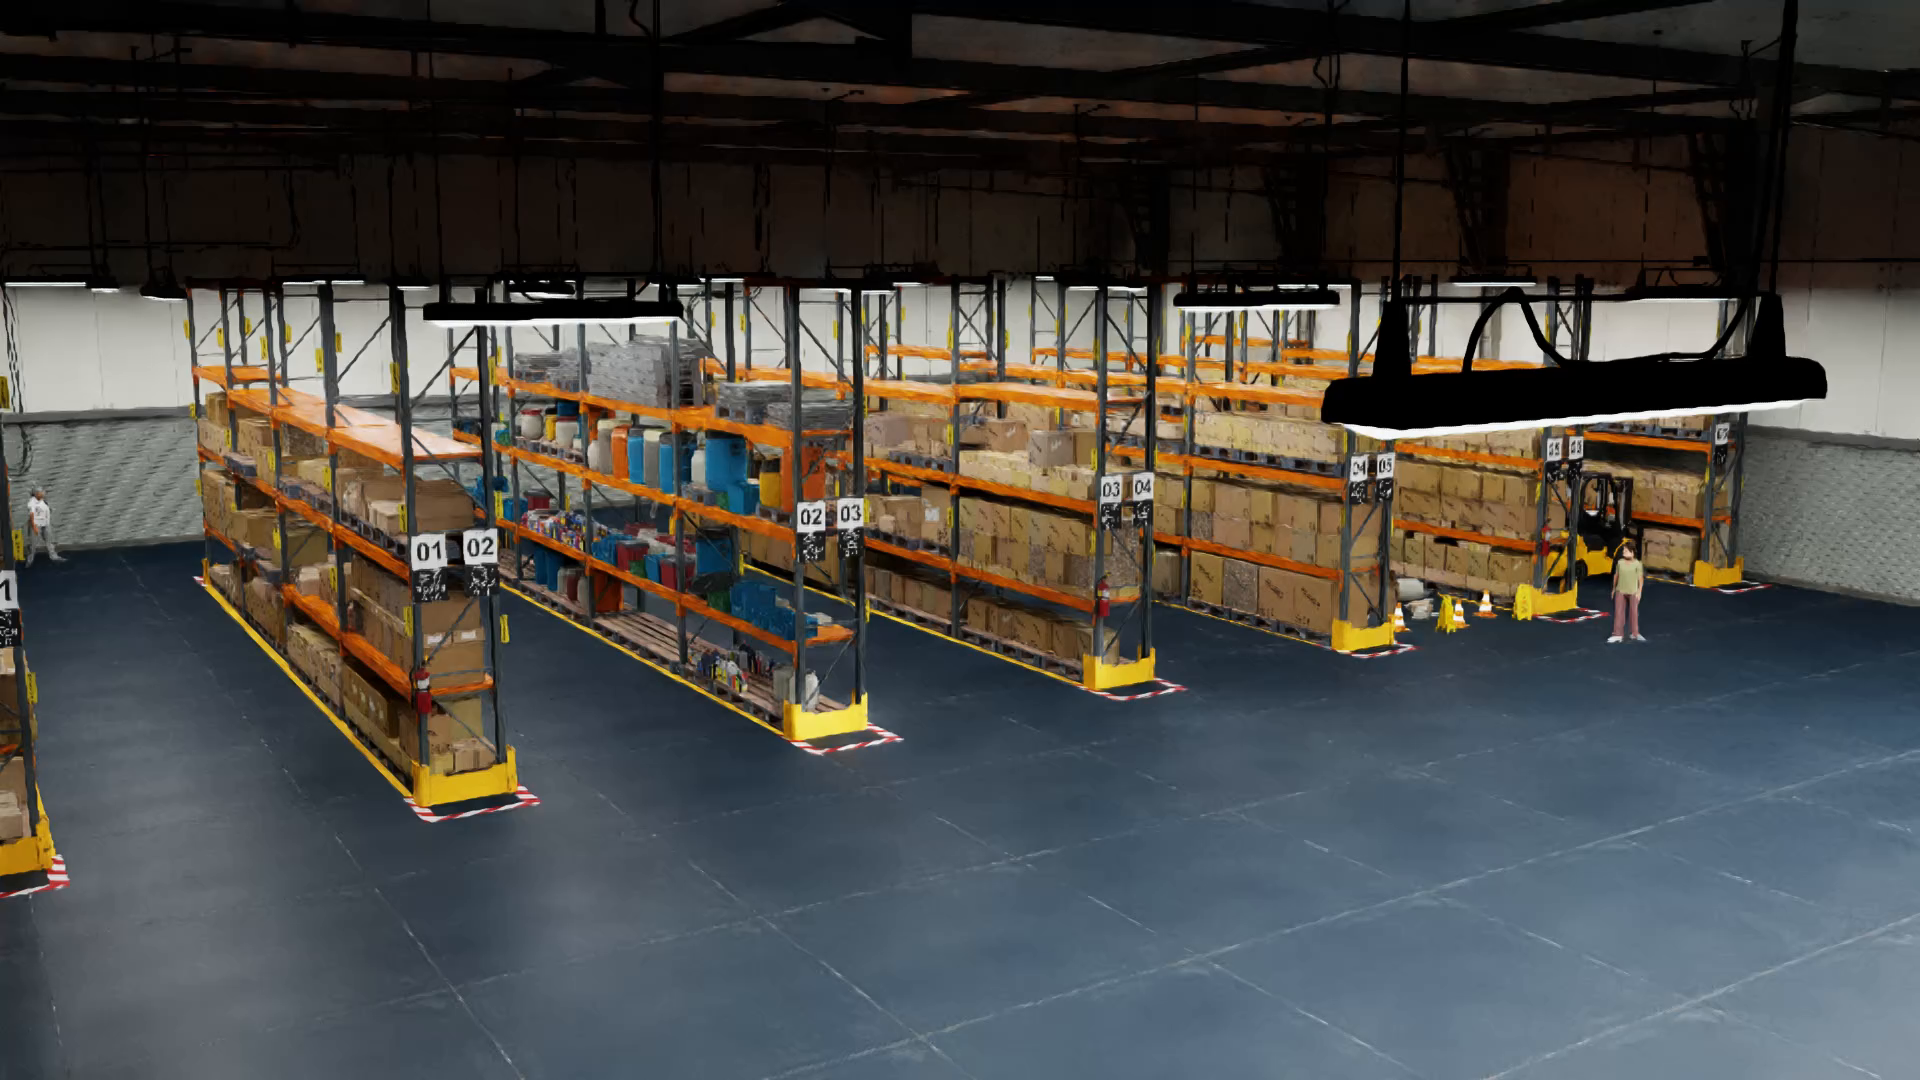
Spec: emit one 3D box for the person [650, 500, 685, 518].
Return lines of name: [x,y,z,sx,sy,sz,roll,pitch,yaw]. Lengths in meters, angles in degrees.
person: [-7.263,-1.357,41.063,0.837,1.658,0.682,8,12,40]

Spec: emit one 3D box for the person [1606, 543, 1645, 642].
person: [11.195,0.875,27.824,0.571,1.674,0.551,7,12,35]

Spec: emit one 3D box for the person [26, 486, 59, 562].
person: [-19.298,-0.345,34.835,0.473,1.580,0.575,1,10,7]
